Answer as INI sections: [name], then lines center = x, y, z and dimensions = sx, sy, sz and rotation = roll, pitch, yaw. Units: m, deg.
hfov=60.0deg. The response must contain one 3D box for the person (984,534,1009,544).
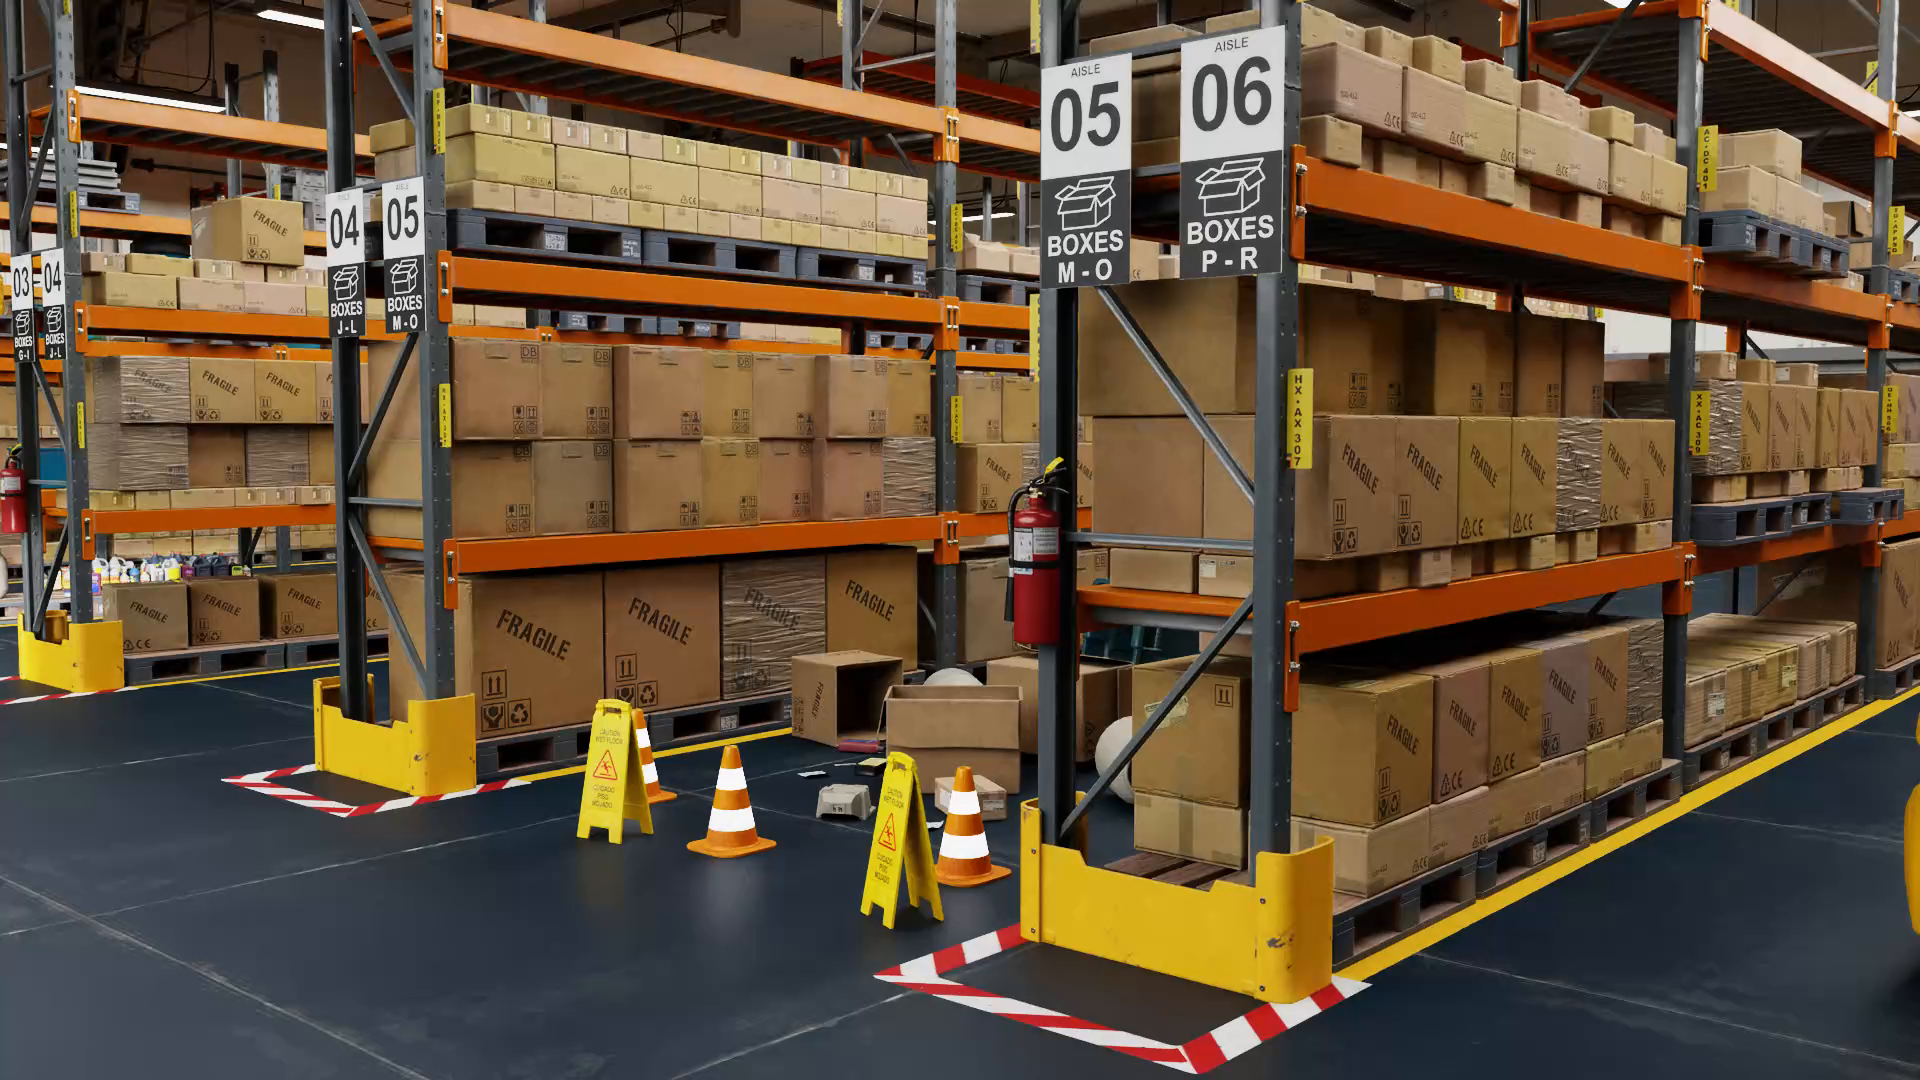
[person]
center = 0.578, 0.308, 18.273
dimensions = 0.433, 0.807, 0.864
rotation = 3, 5, 39
